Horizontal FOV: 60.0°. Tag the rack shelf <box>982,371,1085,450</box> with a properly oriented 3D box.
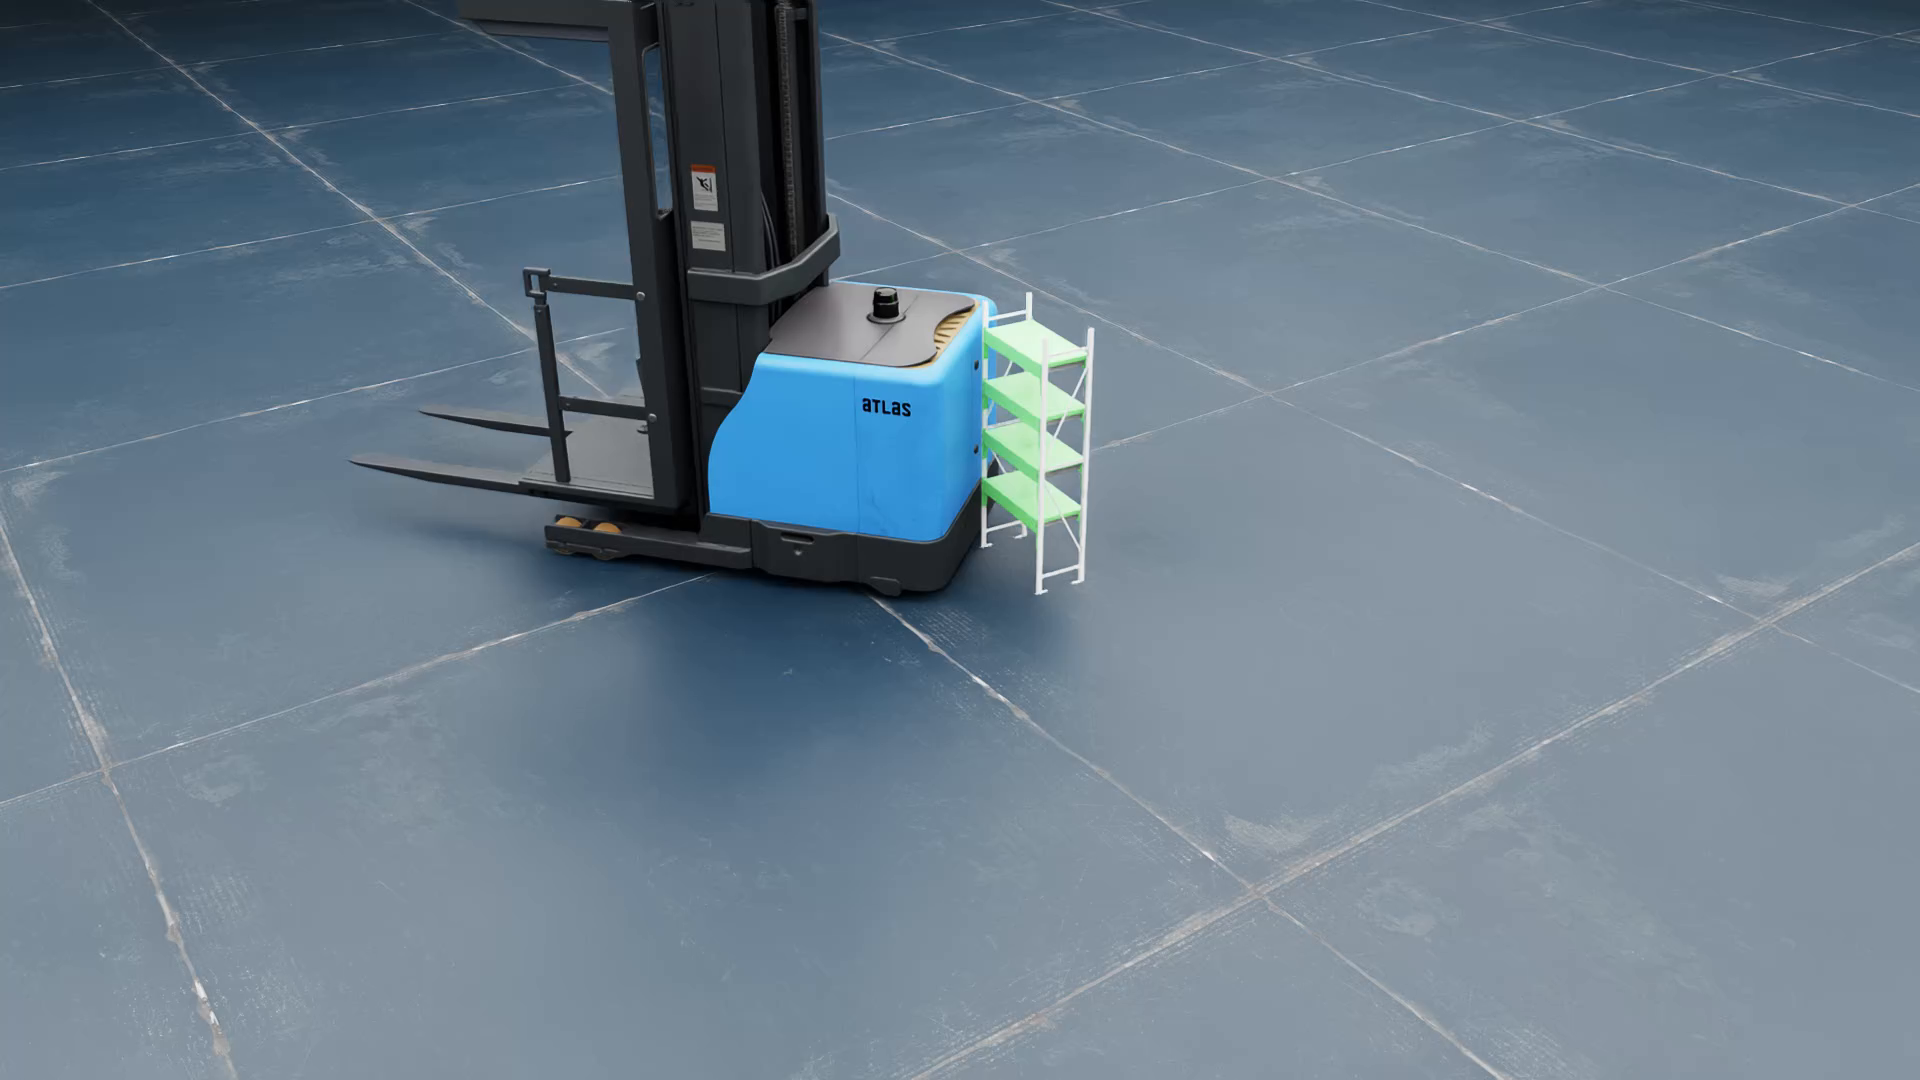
[{"bbox_3d":[0.323,-0.572,7.177,0.258,0.148,0.480,-15,32,-25],"label":"rack shelf"}]

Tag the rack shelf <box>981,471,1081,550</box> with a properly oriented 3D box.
[{"bbox_3d":[0.323,-0.150,7.406,0.258,0.148,0.480,-15,32,-25],"label":"rack shelf"}]

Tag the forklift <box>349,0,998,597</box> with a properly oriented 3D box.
[{"bbox_3d":[-1.393,-1.428,7.309,3.031,2.935,1.130,8,29,14],"label":"forklift"}]

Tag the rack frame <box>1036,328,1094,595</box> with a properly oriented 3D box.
[{"bbox_3d":[0.442,-0.315,7.073,0.240,1.200,0.015,-15,32,-25],"label":"rack frame"}]

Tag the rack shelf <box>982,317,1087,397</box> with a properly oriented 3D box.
[{"bbox_3d":[0.323,-0.783,7.062,0.258,0.148,0.480,-15,32,-25],"label":"rack shelf"}]

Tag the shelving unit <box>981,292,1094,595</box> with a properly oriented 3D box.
[{"bbox_3d":[0.323,-0.417,7.261,0.258,1.200,0.503,-15,32,-25],"label":"shelving unit"}]

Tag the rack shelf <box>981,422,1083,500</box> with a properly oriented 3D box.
[{"bbox_3d":[0.323,-0.361,7.291,0.258,0.148,0.480,-15,32,-25],"label":"rack shelf"}]

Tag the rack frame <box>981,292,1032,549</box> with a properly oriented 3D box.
[{"bbox_3d":[0.204,-0.519,7.448,0.240,1.200,0.015,-15,32,-25],"label":"rack frame"}]
